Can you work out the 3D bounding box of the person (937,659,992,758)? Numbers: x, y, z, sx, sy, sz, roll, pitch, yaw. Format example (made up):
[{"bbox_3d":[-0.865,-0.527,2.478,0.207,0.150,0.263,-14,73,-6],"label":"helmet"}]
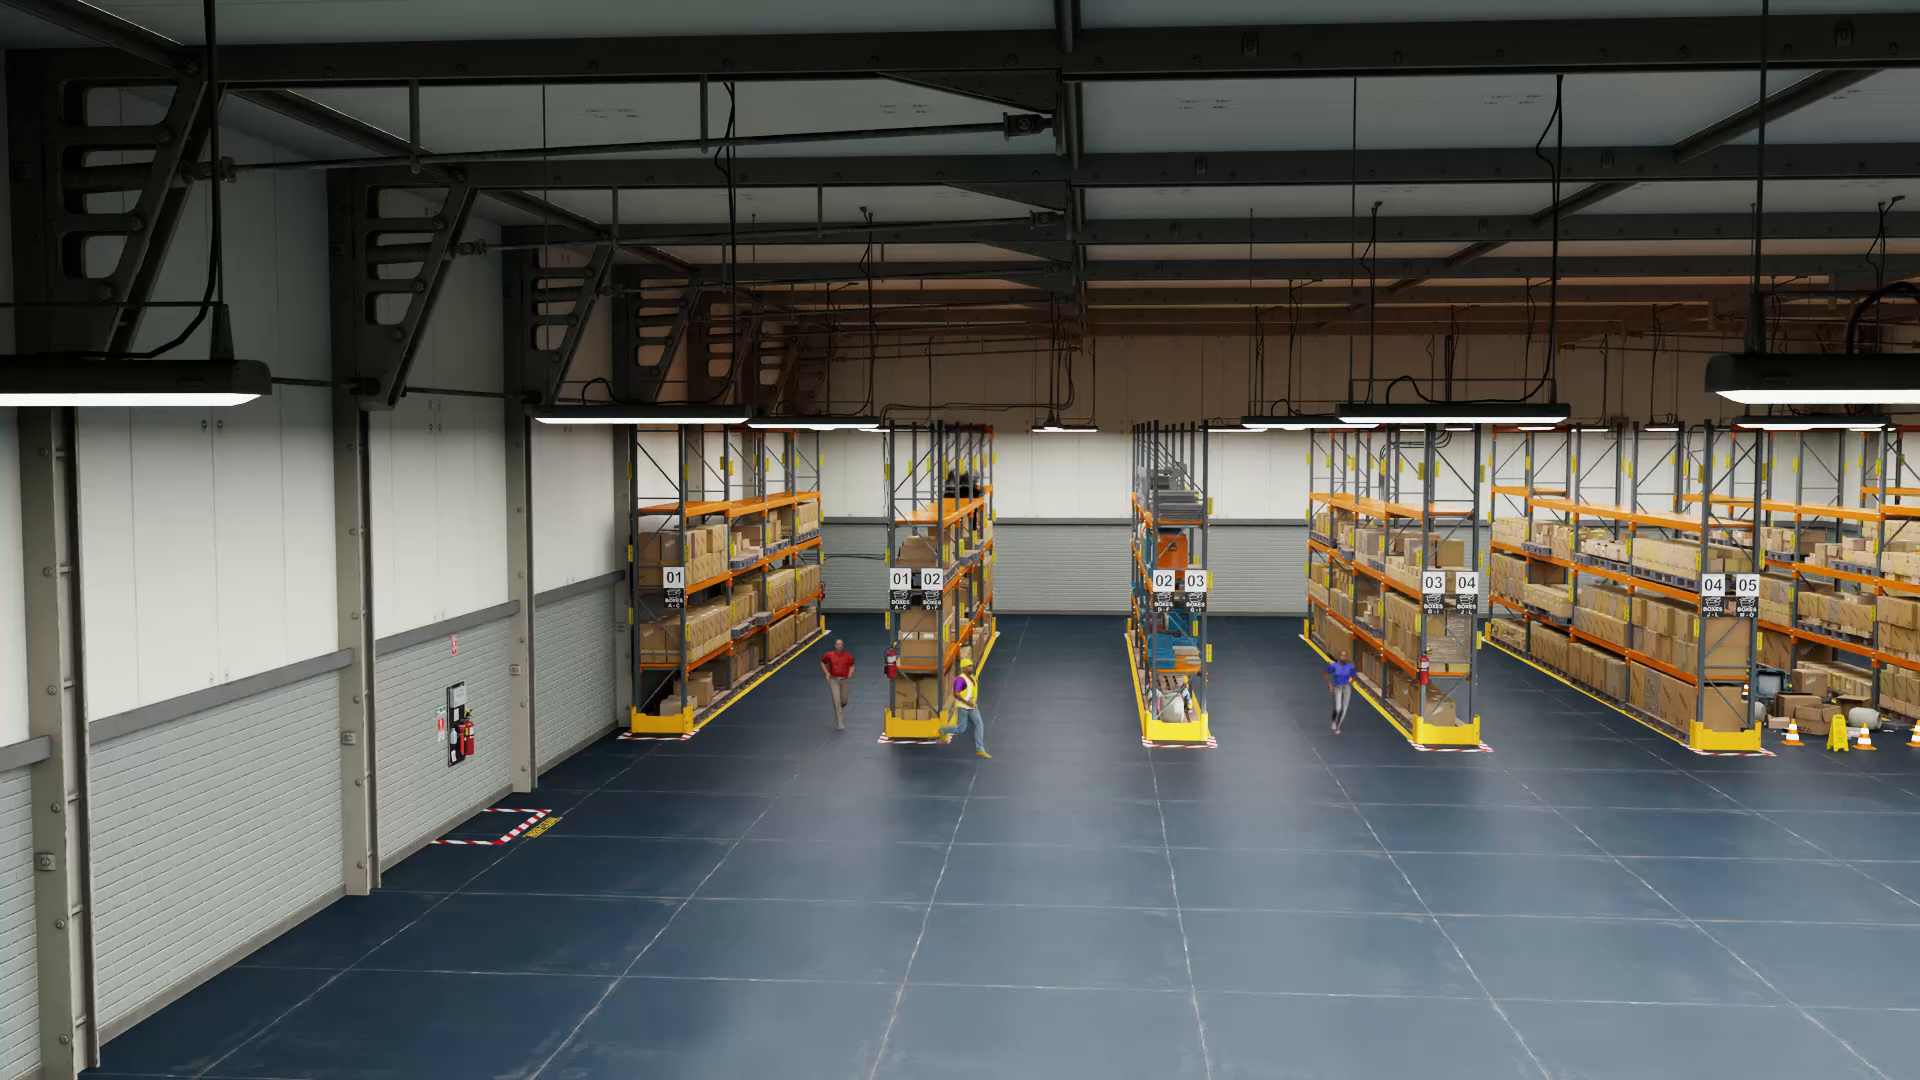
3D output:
[{"bbox_3d":[0.084,2.994,29.679,1.070,1.755,0.674,2,4,34],"label":"person"}]

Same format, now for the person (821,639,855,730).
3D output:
[{"bbox_3d":[-2.384,2.808,32.689,0.659,1.729,0.889,-1,4,-15],"label":"person"}]

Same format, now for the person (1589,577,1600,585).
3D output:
[{"bbox_3d":[18.363,1.884,47.797,0.952,1.666,0.629,0,4,1],"label":"person"}]

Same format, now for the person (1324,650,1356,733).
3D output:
[{"bbox_3d":[7.281,2.907,31.743,0.575,1.596,0.612,0,4,1],"label":"person"}]
